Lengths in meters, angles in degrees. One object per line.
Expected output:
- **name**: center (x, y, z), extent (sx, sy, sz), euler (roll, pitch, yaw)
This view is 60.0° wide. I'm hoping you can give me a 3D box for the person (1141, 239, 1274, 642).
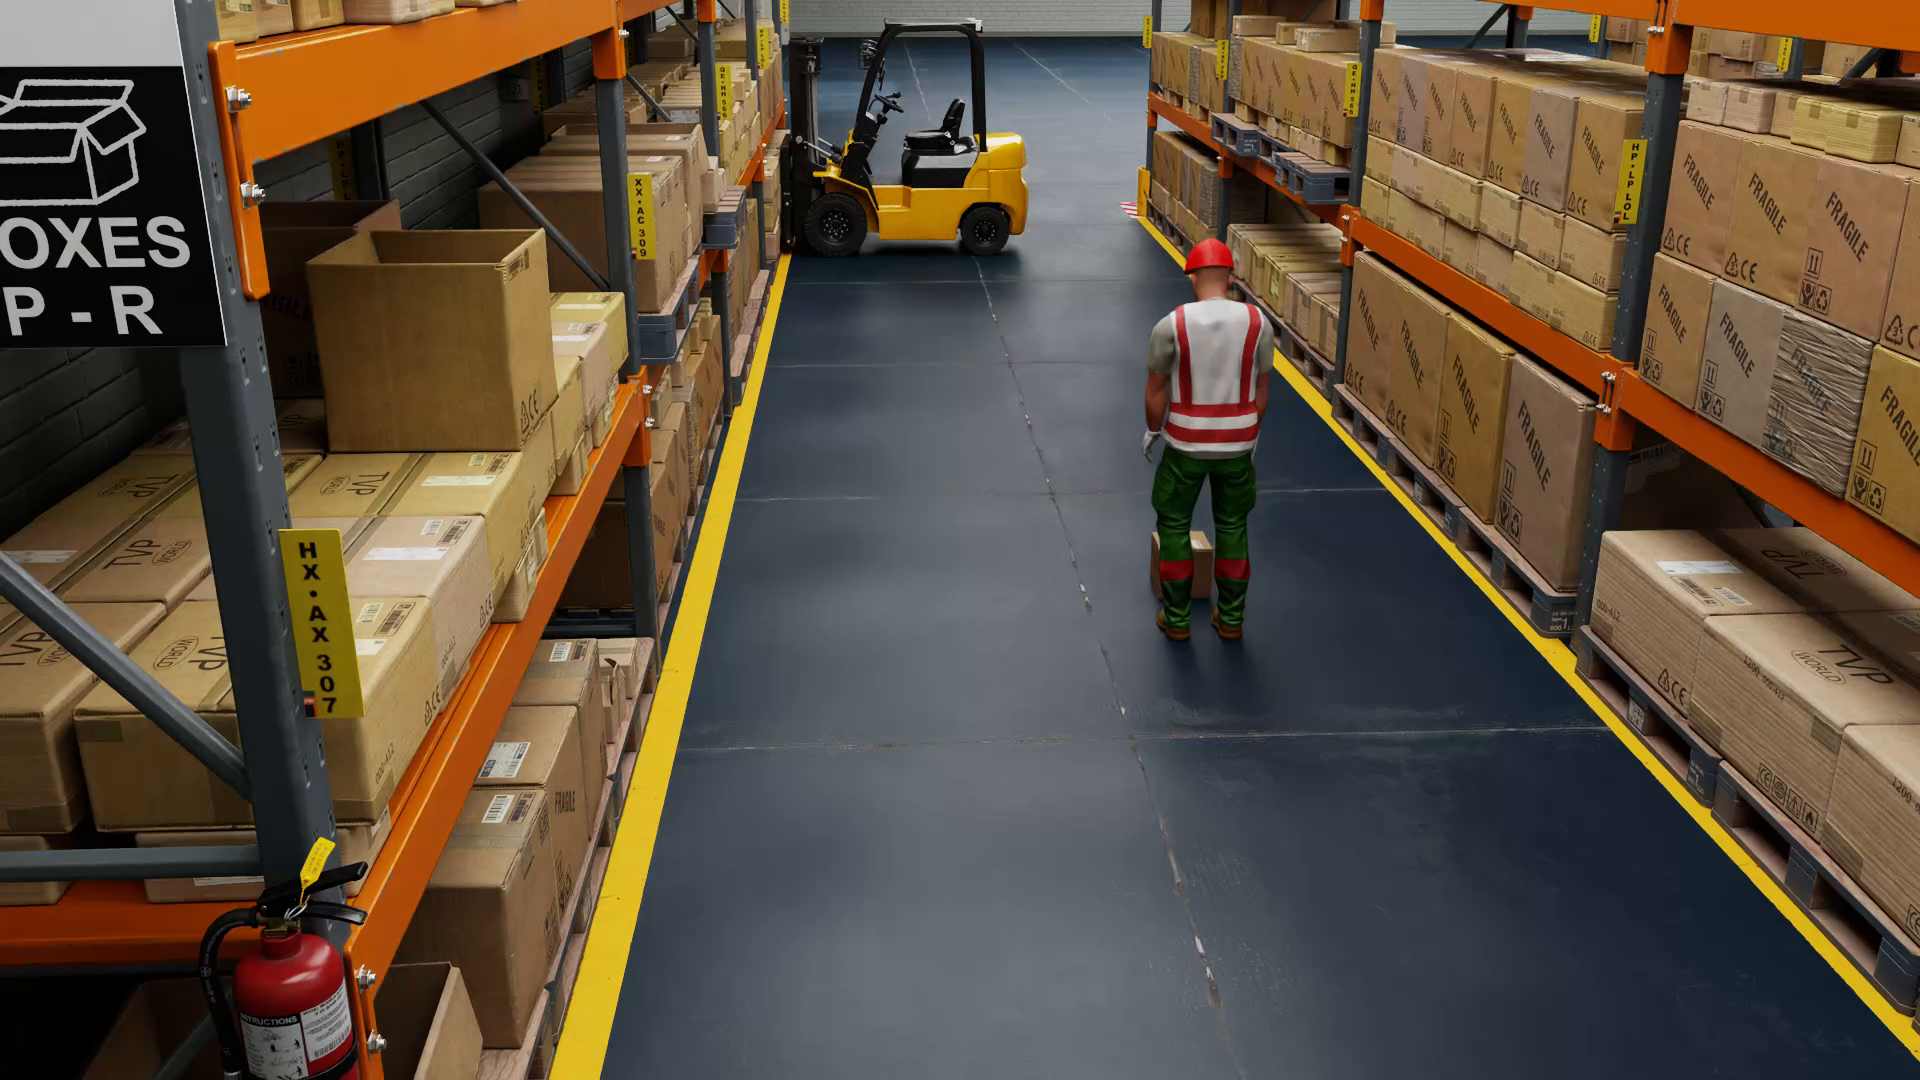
- **person**: center (1.059, -0.422, 7.235), extent (0.536, 1.757, 0.414), euler (-1, 20, -2)
